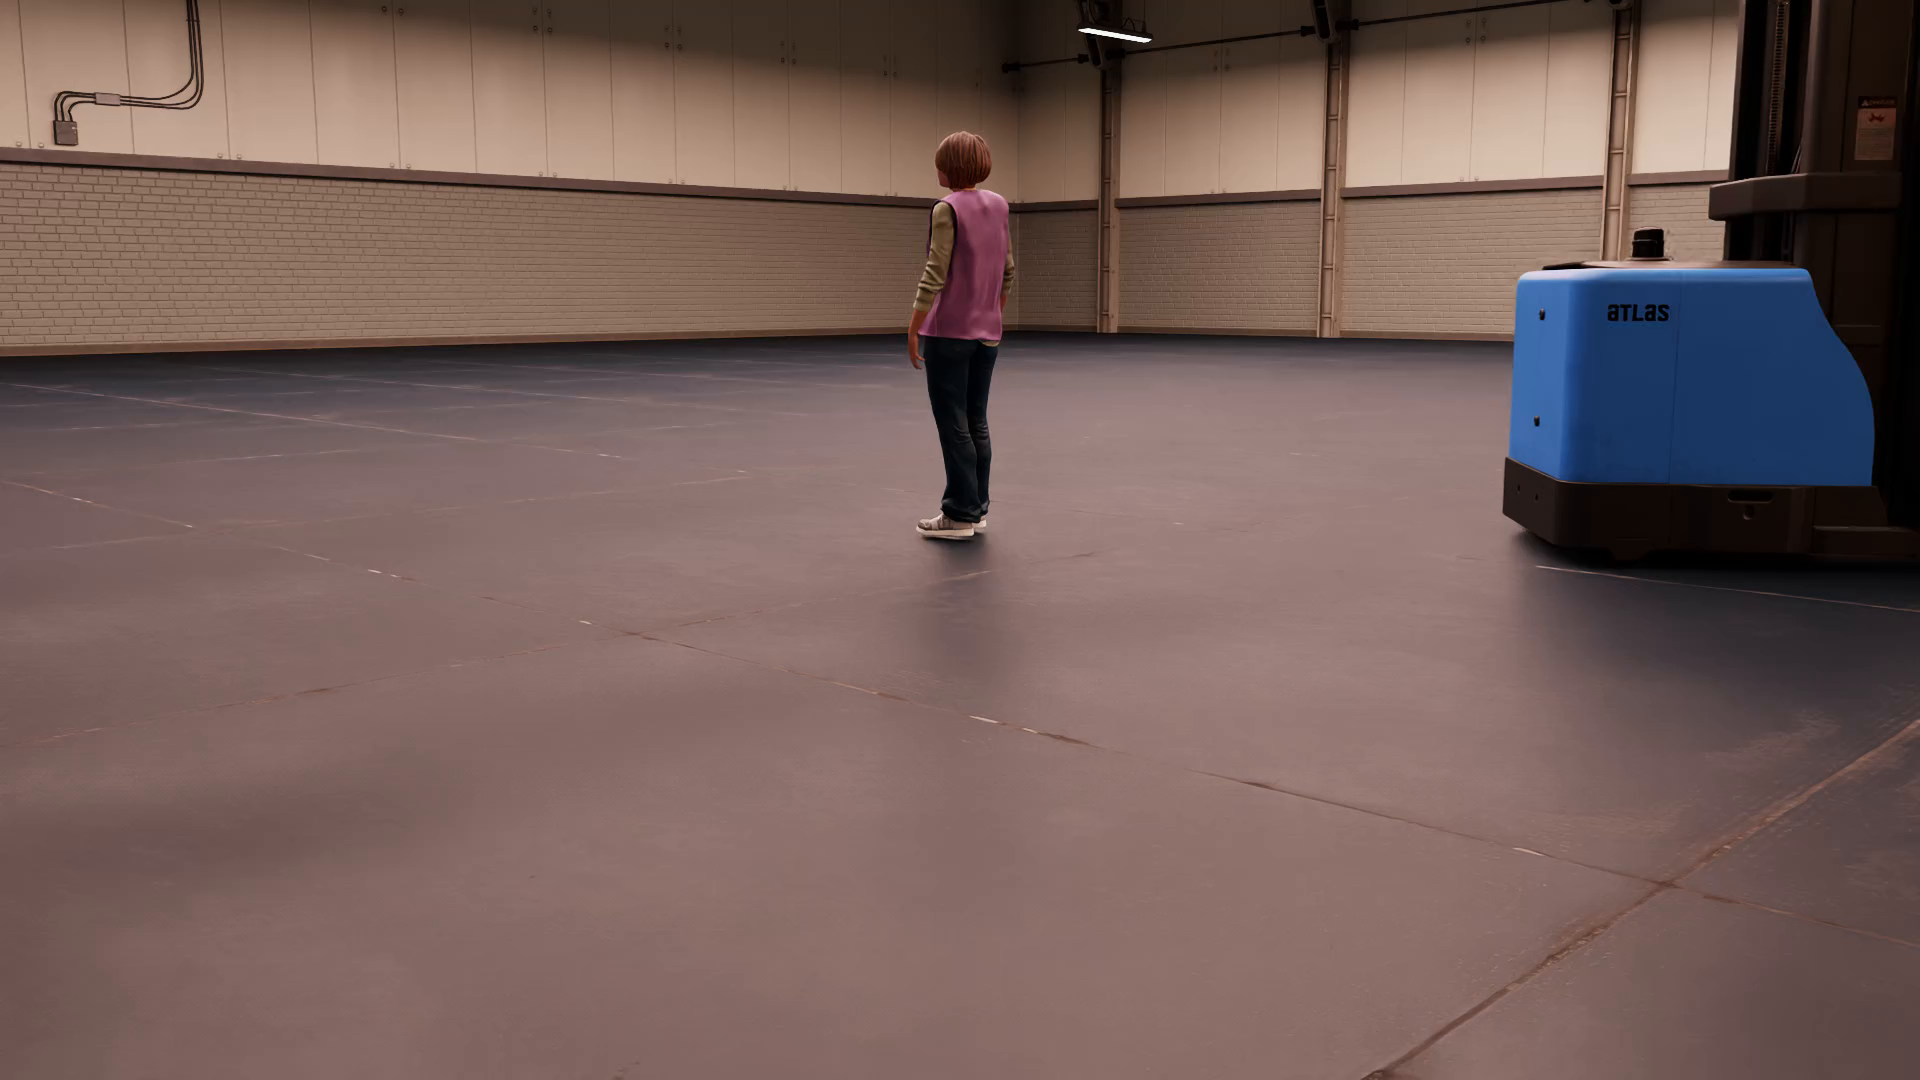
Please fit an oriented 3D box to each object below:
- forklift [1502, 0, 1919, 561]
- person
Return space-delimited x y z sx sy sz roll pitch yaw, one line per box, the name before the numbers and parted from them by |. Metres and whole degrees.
forklift | 3.733 -1.401 6.176 3.031 2.935 1.130 1 9 6
person | -0.044 -0.806 6.658 0.473 1.599 0.521 8 12 43
